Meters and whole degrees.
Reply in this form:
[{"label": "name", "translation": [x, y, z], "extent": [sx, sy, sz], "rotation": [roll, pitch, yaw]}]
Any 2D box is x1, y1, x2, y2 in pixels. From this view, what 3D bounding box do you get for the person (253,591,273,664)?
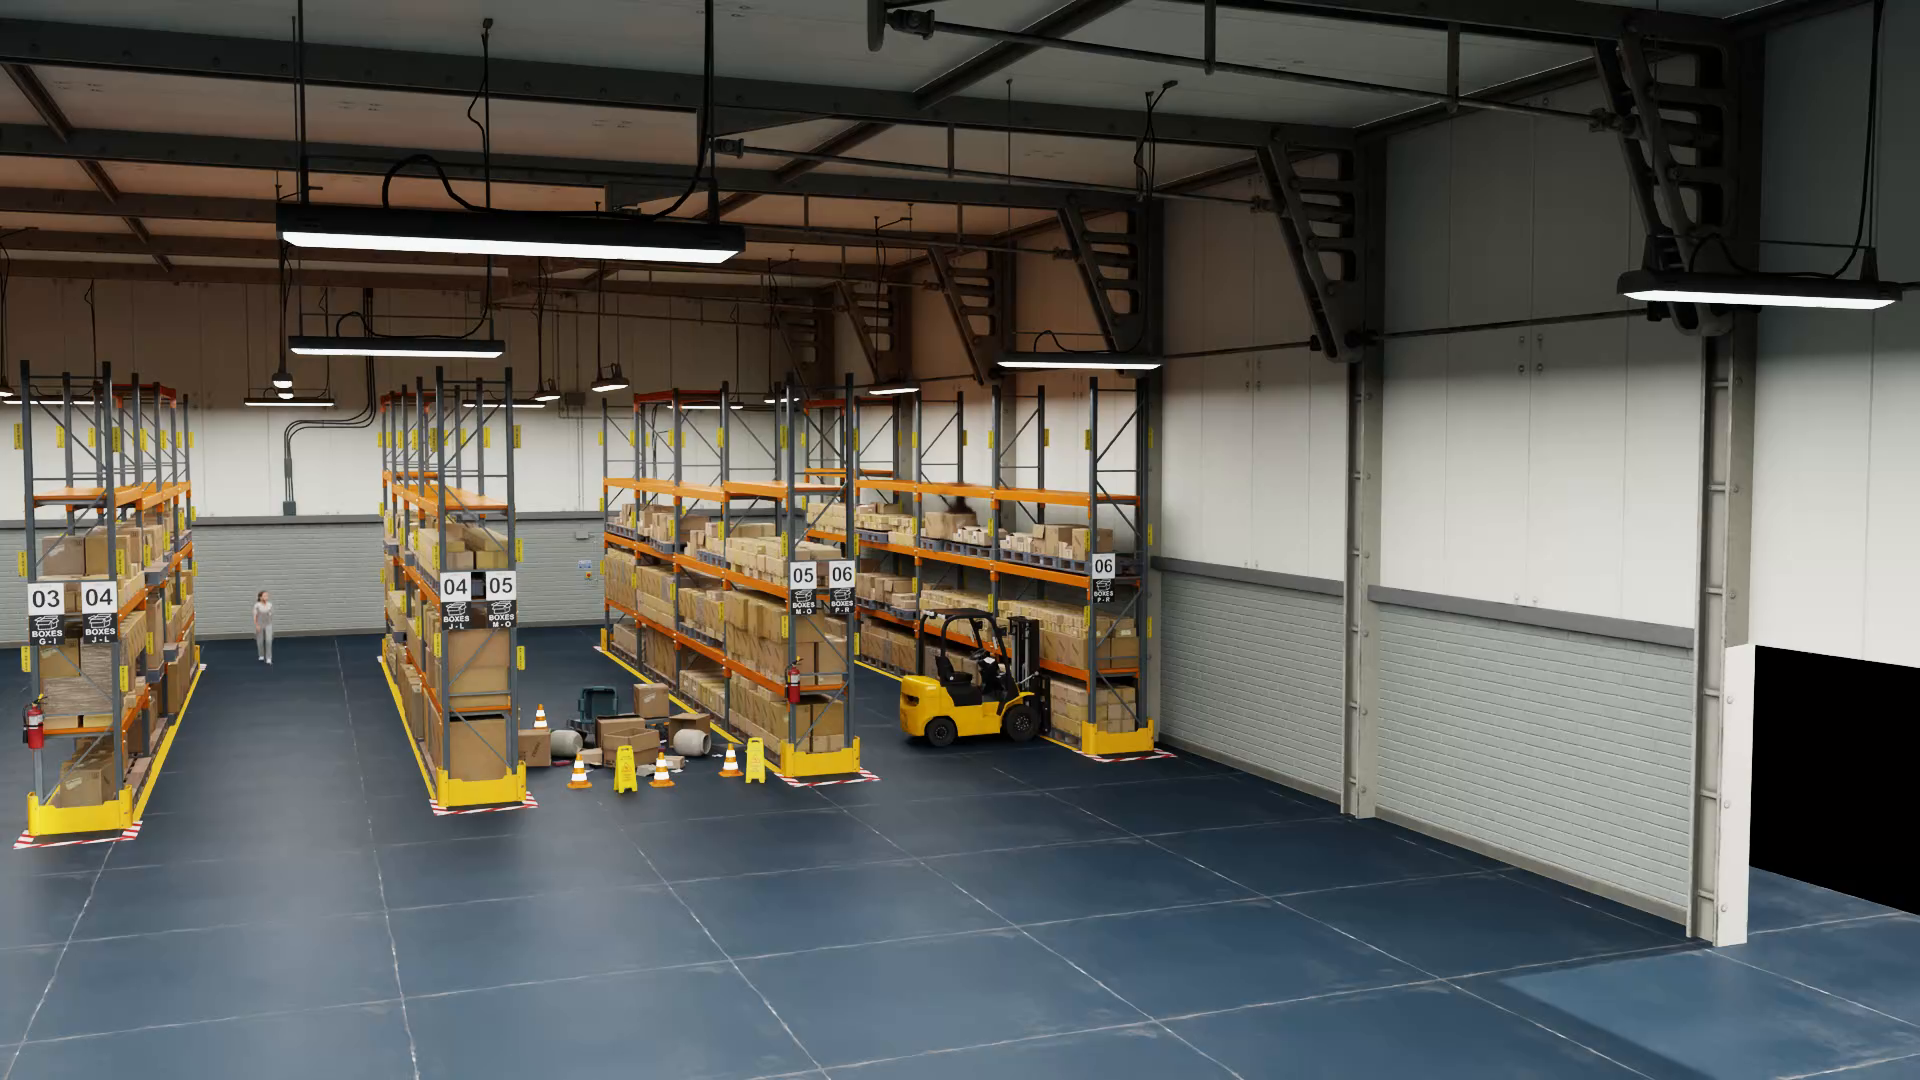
[{"label": "person", "translation": [-15.610, 1.945, 37.234], "extent": [0.404, 1.618, 1.041], "rotation": [-1, 4, -22]}]
